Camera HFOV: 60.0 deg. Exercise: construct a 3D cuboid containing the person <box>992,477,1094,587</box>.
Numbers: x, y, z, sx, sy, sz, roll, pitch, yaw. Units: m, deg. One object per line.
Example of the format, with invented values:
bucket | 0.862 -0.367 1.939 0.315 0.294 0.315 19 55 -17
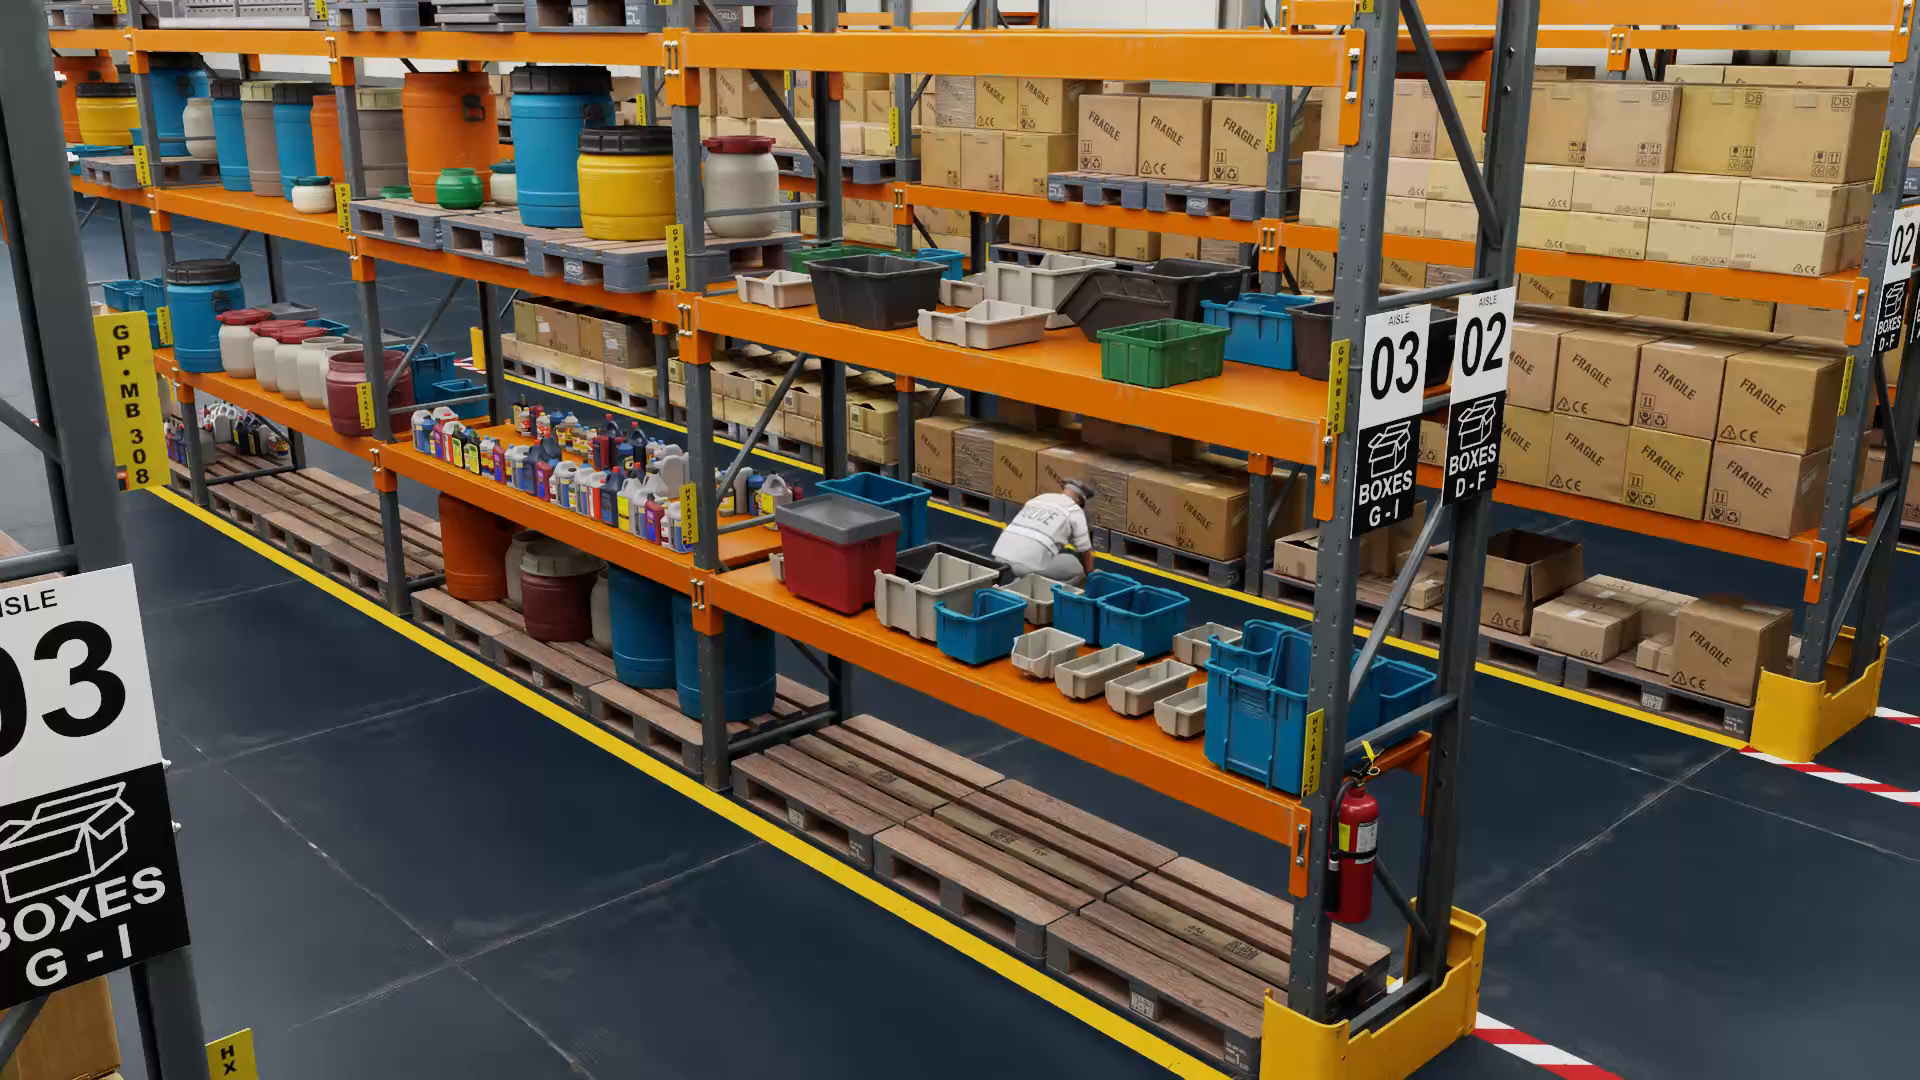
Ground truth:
person | 0.639 0.076 12.146 0.952 0.958 0.567 -16 23 -41
